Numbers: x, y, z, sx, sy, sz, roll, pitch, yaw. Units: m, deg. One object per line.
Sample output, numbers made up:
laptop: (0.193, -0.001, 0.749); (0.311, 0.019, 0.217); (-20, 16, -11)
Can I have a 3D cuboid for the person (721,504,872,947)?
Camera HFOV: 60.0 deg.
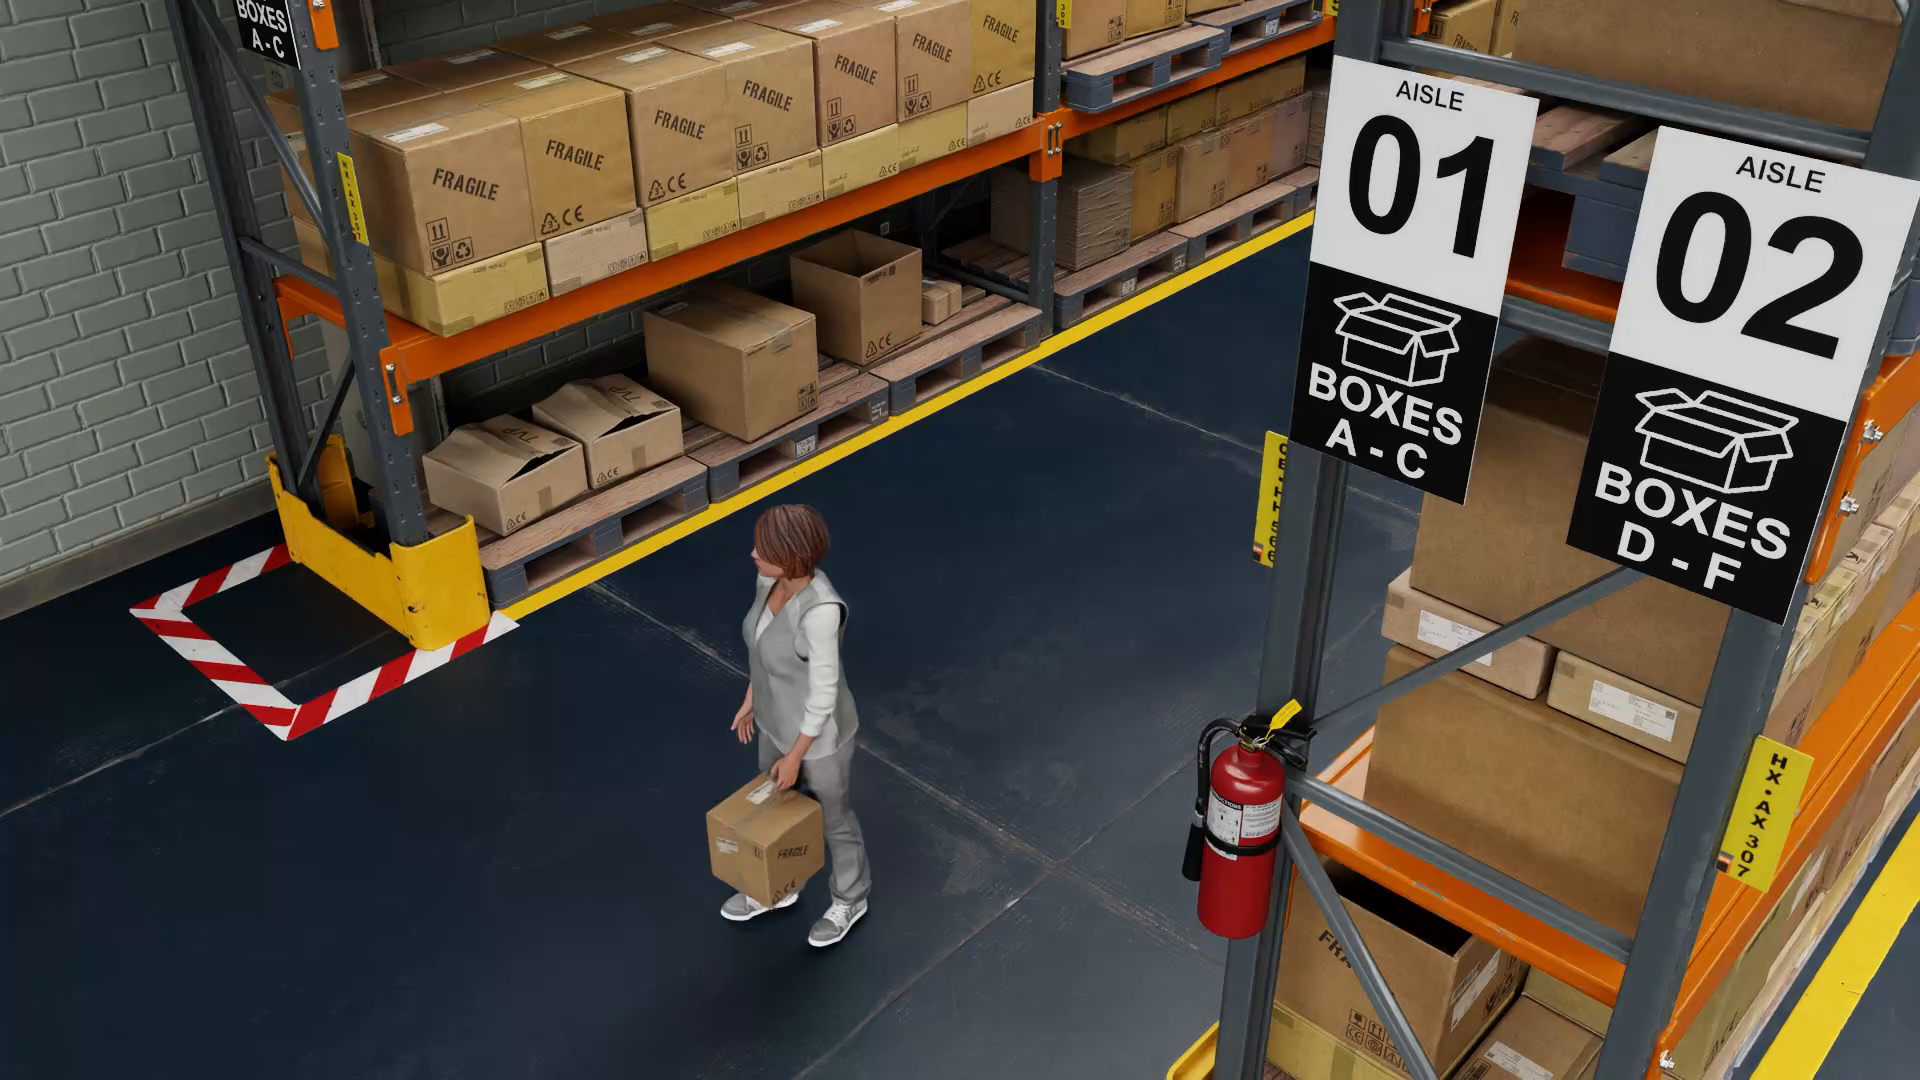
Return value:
person: (-0.517, 0.601, 5.155); (0.456, 1.605, 0.436); (-19, 37, -28)
